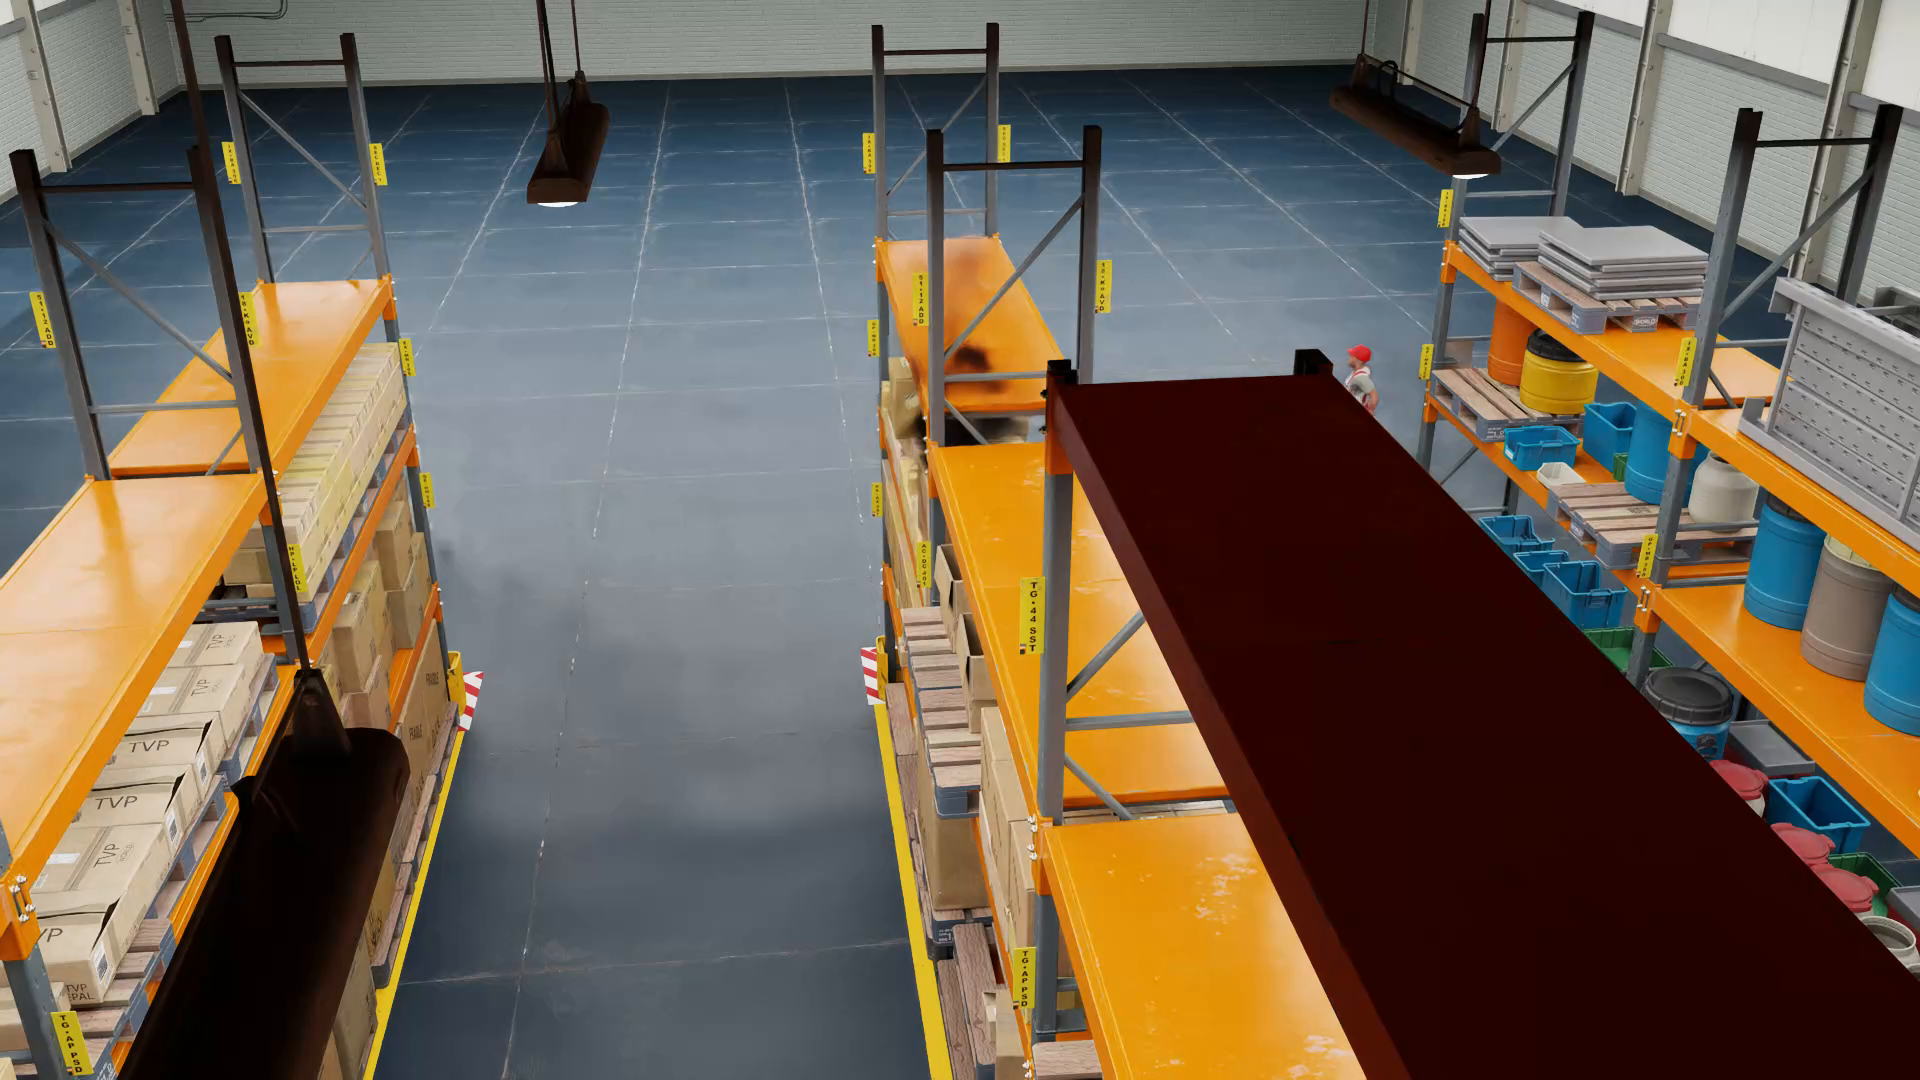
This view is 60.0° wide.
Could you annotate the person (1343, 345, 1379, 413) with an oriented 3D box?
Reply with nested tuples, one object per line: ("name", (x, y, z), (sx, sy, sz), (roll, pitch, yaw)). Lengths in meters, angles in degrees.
("person", (4.604, -1.375, 19.285), (0.836, 1.846, 0.661), (11, 27, 21))
